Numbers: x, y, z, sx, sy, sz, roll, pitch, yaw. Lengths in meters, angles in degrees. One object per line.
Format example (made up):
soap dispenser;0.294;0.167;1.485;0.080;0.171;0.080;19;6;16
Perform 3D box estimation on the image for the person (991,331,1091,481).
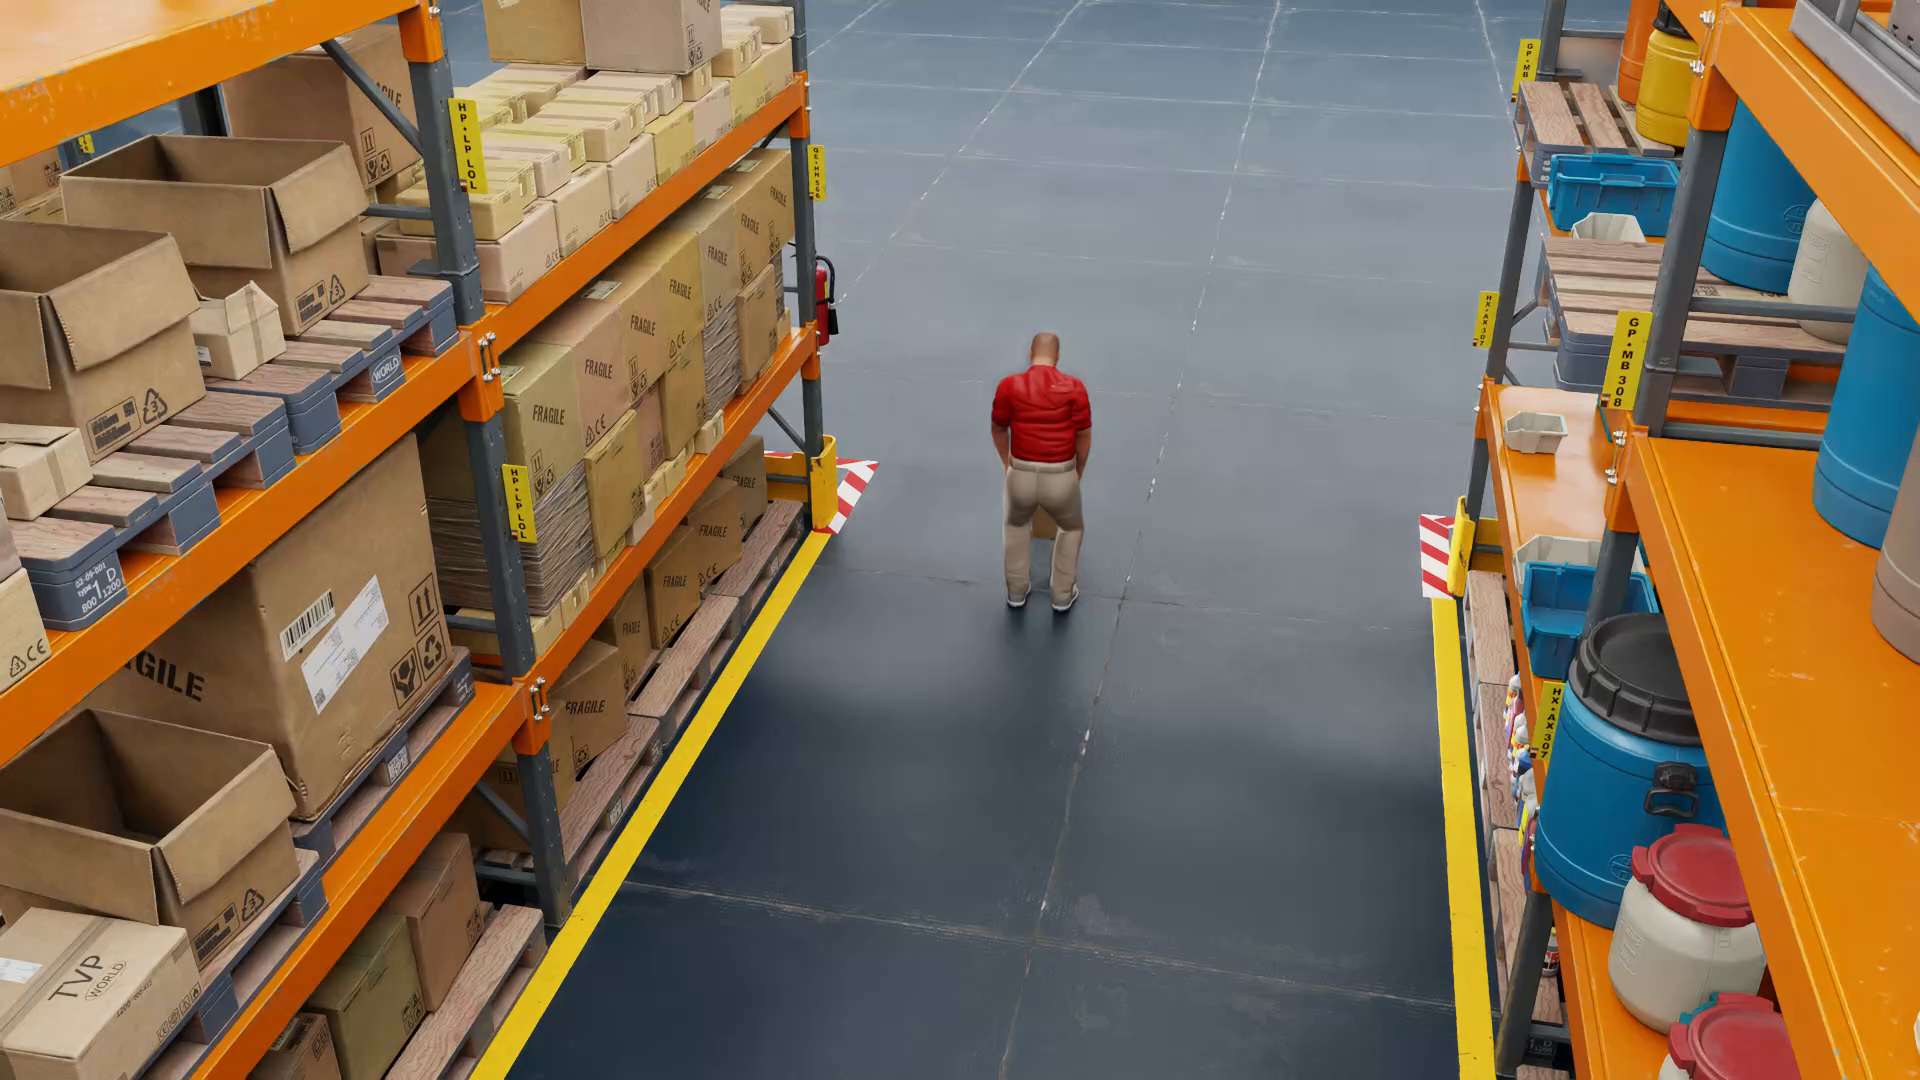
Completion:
person;0.454;-0.676;9.292;0.571;0.946;0.446;6;29;12
